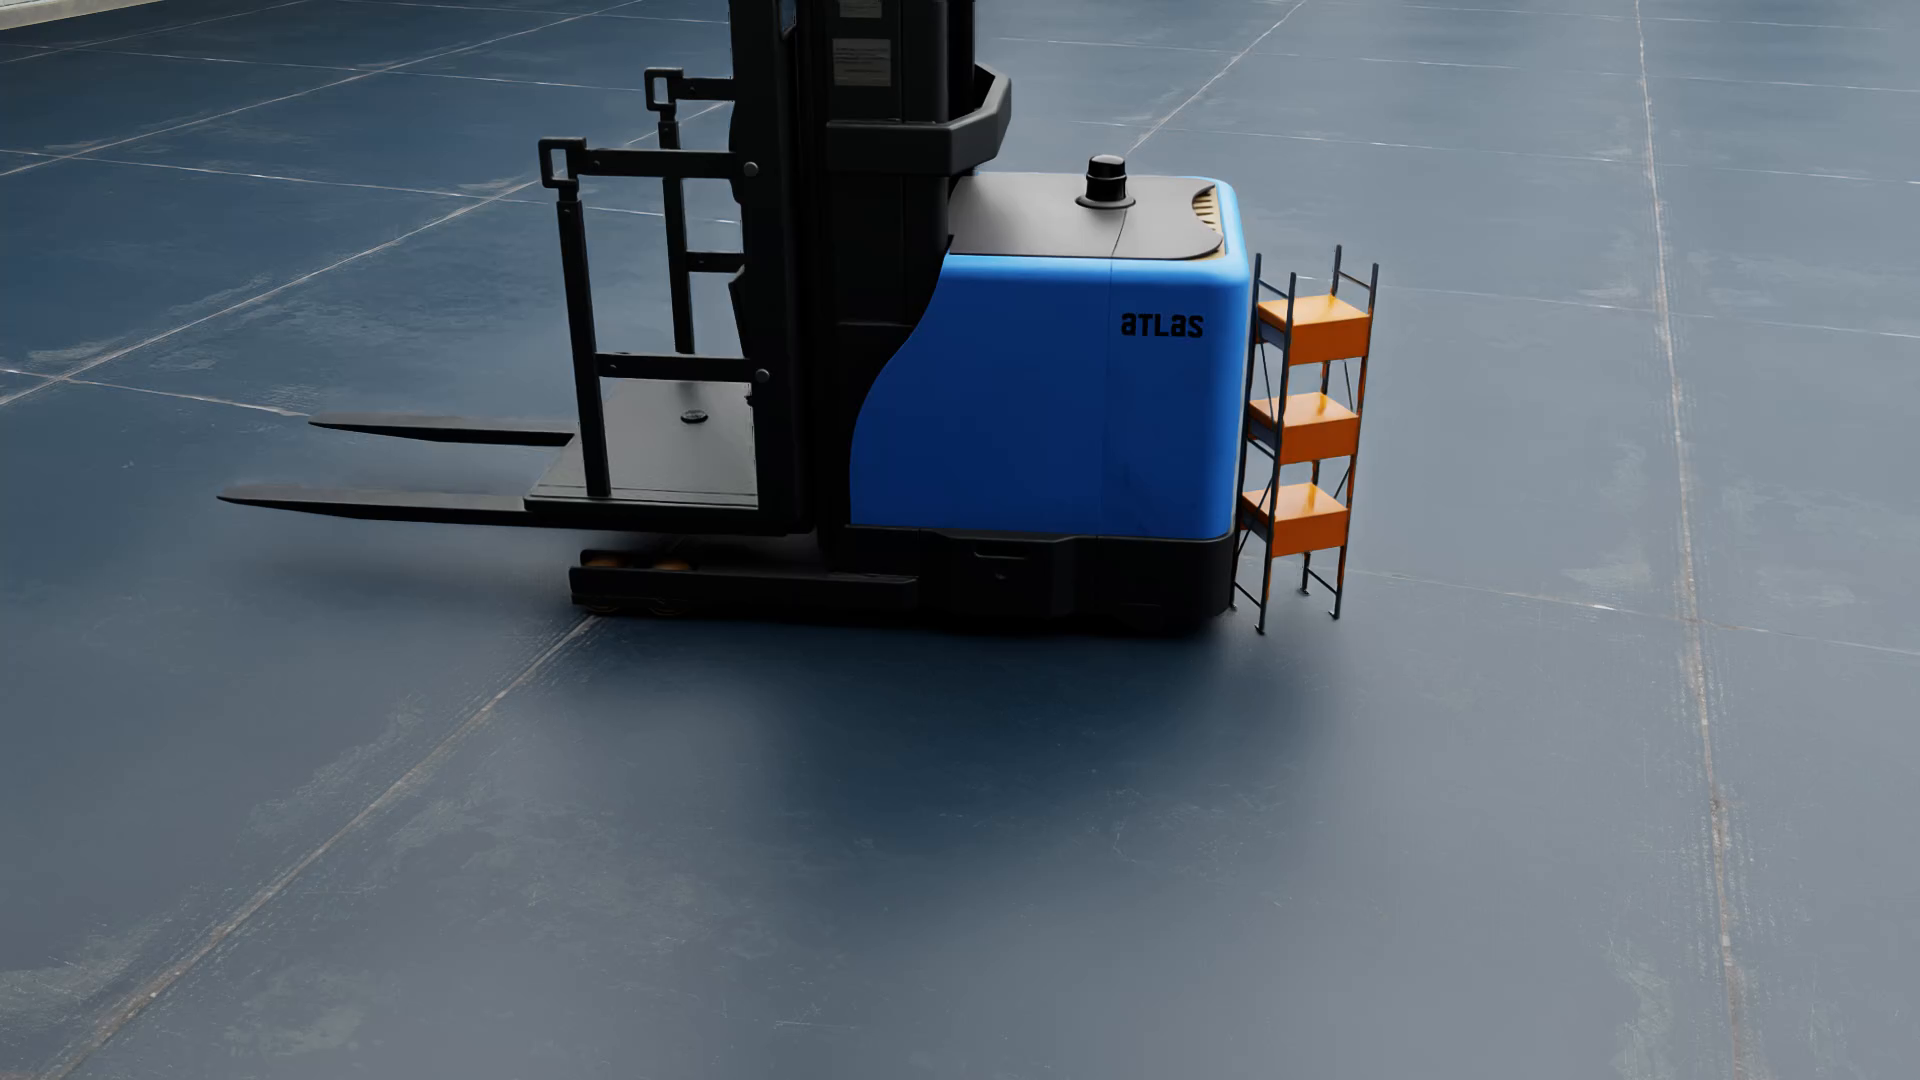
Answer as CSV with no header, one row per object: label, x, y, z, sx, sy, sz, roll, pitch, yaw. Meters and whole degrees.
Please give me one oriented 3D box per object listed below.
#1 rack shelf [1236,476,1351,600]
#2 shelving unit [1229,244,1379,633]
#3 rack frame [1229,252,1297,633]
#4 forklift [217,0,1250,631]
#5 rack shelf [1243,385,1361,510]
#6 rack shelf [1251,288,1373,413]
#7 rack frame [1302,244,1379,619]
rack shelf,0.939,-0.008,4.725,0.240,0.259,0.215,-9,27,-18
shelving unit,0.939,-0.268,4.599,0.252,1.050,0.215,-9,27,-18
rack frame,0.824,-0.250,4.562,0.008,1.050,0.200,-9,27,-18
forklift,-0.702,-1.324,4.622,3.031,2.935,1.130,3,26,5
rack shelf,0.939,-0.259,4.604,0.240,0.259,0.215,-9,27,-18
rack shelf,0.939,-0.514,4.480,0.240,0.259,0.215,-9,27,-18
rack frame,1.053,-0.286,4.636,0.008,1.050,0.200,-9,27,-18
